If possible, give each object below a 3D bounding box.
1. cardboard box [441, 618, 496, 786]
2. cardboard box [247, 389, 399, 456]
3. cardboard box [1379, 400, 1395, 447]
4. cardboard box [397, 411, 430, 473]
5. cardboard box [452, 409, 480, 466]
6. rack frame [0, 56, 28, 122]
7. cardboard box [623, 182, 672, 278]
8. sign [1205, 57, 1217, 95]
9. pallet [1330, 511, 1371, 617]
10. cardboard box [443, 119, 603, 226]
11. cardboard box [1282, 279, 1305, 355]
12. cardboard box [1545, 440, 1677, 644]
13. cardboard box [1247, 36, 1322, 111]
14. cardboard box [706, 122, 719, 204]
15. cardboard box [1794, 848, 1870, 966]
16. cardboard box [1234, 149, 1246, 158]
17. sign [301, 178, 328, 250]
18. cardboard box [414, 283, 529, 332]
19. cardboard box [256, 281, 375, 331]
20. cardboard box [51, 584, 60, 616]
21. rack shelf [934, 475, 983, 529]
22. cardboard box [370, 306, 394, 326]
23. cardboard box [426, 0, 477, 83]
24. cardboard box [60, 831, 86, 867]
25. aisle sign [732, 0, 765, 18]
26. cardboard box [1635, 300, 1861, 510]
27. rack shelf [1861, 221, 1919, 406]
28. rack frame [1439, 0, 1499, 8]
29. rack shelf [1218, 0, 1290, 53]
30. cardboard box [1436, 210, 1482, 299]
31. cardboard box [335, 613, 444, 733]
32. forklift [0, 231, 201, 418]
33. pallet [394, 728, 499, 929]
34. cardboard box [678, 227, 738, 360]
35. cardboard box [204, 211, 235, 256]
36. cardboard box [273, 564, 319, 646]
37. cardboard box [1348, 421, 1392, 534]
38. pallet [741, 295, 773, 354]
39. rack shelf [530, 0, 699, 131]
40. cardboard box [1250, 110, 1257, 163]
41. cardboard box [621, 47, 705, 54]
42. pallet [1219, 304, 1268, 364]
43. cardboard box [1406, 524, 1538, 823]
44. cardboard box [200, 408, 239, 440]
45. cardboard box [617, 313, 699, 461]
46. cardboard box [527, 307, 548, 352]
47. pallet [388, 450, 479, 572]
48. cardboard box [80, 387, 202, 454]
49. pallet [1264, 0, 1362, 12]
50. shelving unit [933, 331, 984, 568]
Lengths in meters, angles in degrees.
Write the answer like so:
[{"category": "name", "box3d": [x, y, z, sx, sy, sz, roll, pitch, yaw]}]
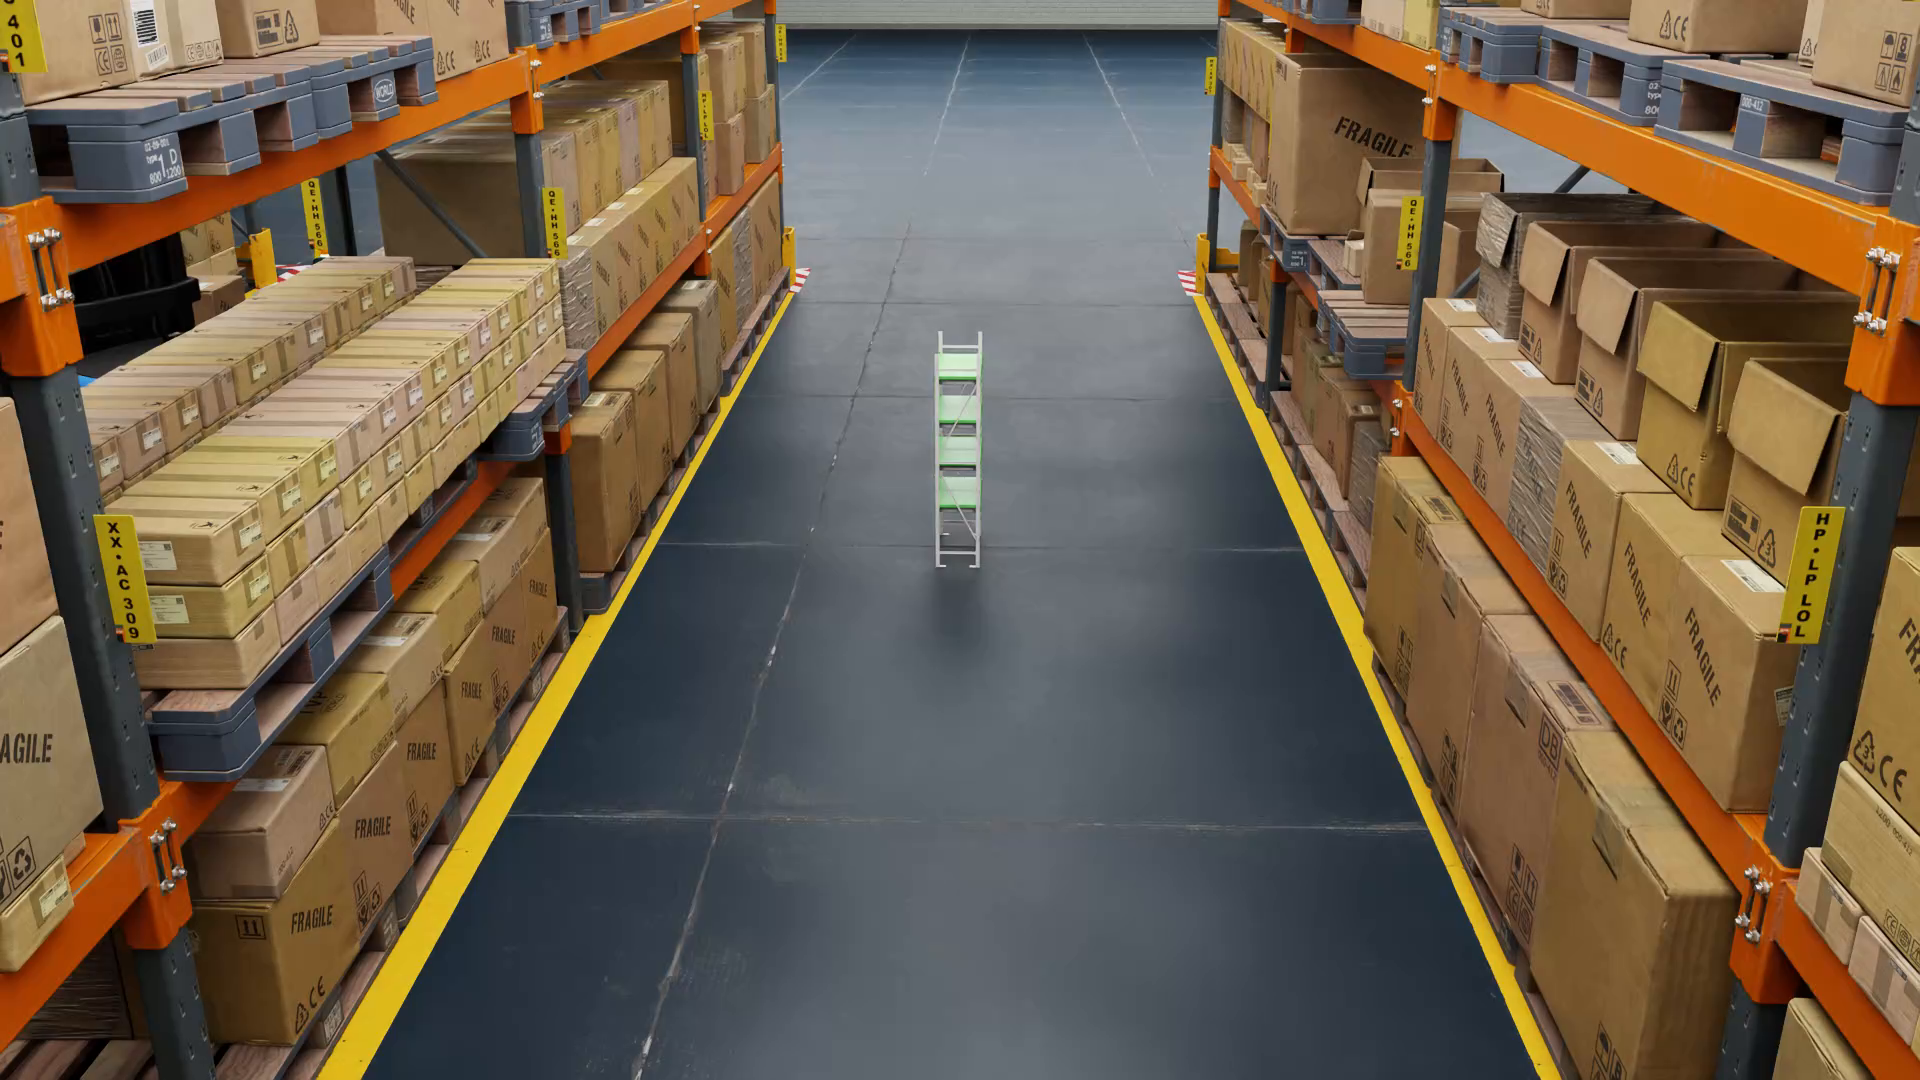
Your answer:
[{"category": "cardboard box", "box3d": [-2.181, 0.638, 6.614, 0.500, 0.500, 0.500, 0, 21, -1]}, {"category": "cardboard box", "box3d": [-2.023, -0.375, 5.294, 0.380, 0.149, 0.250, 0, 21, 1]}, {"category": "cardboard box", "box3d": [2.548, -0.684, 8.957, 0.500, 0.250, 0.500, 3, 21, 8]}, {"category": "cardboard box", "box3d": [-2.018, -0.335, 5.600, 0.380, 0.149, 0.250, 0, 21, 1]}, {"category": "cardboard box", "box3d": [-2.003, -0.383, 6.137, 0.380, 0.149, 0.250, 1, 21, 3]}, {"category": "rack frame", "box3d": [-2.525, -2.302, 3.023, 1.000, 3.000, 0.127, 1, 21, 2]}, {"category": "cardboard box", "box3d": [-2.061, -1.888, 10.109, 0.500, 0.500, 0.500, 1, 21, 2]}, {"category": "sign", "box3d": [2.252, -4.163, 14.914, 0.100, 0.325, 0.005, 1, 21, 2]}, {"category": "pallet", "box3d": [2.577, 0.157, 8.833, 1.003, 0.211, 1.213, 1, 21, 2]}, {"category": "cardboard box", "box3d": [-2.352, -1.995, 9.004, 0.700, 0.500, 0.500, 0, 21, 1]}, {"category": "cardboard box", "box3d": [2.735, -1.689, 12.609, 0.500, 0.500, 0.500, 8, 22, 19]}, {"category": "cardboard box", "box3d": [2.202, -0.001, 5.246, 0.500, 0.500, 0.500, 0, 21, 1]}, {"category": "cardboard box", "box3d": [2.442, -3.486, 12.434, 0.500, 0.500, 0.500, 1, 21, 2]}, {"category": "cardboard box", "box3d": [-2.288, -2.801, 12.393, 0.875, 0.550, 0.550, 1, 21, 2]}, {"category": "cardboard box", "box3d": [2.088, 0.806, 3.652, 0.380, 0.149, 0.250, 1, 21, 2]}, {"category": "cardboard box", "box3d": [2.497, -3.174, 13.910, 0.380, 0.149, 0.250, 1, 21, 2]}, {"category": "sign", "box3d": [-2.958, -1.496, 7.638, 0.100, 0.325, 0.005, 1, 21, 2]}, {"category": "cardboard box", "box3d": [-1.978, -0.940, 6.749, 0.380, 0.149, 0.250, 1, 21, 3]}, {"category": "cardboard box", "box3d": [-2.628, -0.957, 6.793, 0.380, 0.149, 0.250, 1, 21, 1]}, {"category": "cardboard box", "box3d": [-2.704, 0.176, 4.695, 0.380, 0.149, 0.250, 1, 21, 2]}, {"category": "rack shelf", "box3d": [-0.005, -0.216, 9.268, 0.258, 0.148, 0.480, 1, 21, 2]}, {"category": "cardboard box", "box3d": [-2.625, -0.898, 7.053, 0.380, 0.149, 0.250, 2, 21, 4]}, {"category": "cardboard box", "box3d": [-2.169, -2.007, 6.269, 0.500, 0.500, 0.500, 1, 21, 2]}, {"category": "cardboard box", "box3d": [-2.300, 0.717, 3.880, 0.380, 0.149, 0.250, 0, 21, 1]}, {"category": "aisle sign", "box3d": [-1.858, -5.079, 14.877, 0.394, 0.787, 0.004, 1, 21, 2]}, {"category": "cardboard box", "box3d": [2.473, -0.408, 4.908, 0.797, 0.503, 0.637, 1, 21, 2]}, {"category": "rack shelf", "box3d": [2.369, 0.246, 1.597, 1.077, 0.370, 4.000, 1, 21, 2]}, {"category": "rack frame", "box3d": [2.551, -3.657, 6.515, 1.000, 3.000, 0.127, 1, 21, 2]}, {"category": "rack shelf", "box3d": [2.734, -4.093, 12.779, 1.077, 0.370, 4.000, 1, 21, 2]}, {"category": "cardboard box", "box3d": [2.528, -1.299, 8.011, 0.500, 0.500, 0.500, -2, 21, -5]}, {"category": "cardboard box", "box3d": [-2.205, 0.473, 6.001, 0.500, 0.250, 0.500, 1, 21, 4]}, {"category": "forklift", "box3d": [-5.226, -1.560, 9.497, 3.031, 2.935, 1.130, 13, 25, 30]}, {"category": "pallet", "box3d": [-2.468, 1.071, 6.478, 1.003, 0.211, 1.213, 1, 21, 2]}, {"category": "cardboard box", "box3d": [-2.193, -1.830, 12.455, 0.875, 0.875, 0.875, 1, 21, 2]}, {"category": "cardboard box", "box3d": [-6.874, -2.833, 14.868, 0.500, 0.500, 0.500, 1, 21, 2]}, {"category": "cardboard box", "box3d": [-2.051, 0.178, 4.690, 0.380, 0.149, 0.250, 1, 21, 2]}, {"category": "cardboard box", "box3d": [2.556, -0.344, 9.115, 0.700, 0.500, 0.500, -1, 21, -3]}, {"category": "pallet", "box3d": [-2.146, -1.814, 13.913, 1.003, 0.211, 1.213, 1, 21, 2]}, {"category": "rack shelf", "box3d": [-2.342, -2.738, 9.286, 1.077, 0.370, 4.000, 1, 21, 2]}, {"category": "cardboard box", "box3d": [2.770, -3.197, 13.072, 0.875, 0.500, 0.500, 1, 21, 2]}, {"category": "cardboard box", "box3d": [-2.335, -3.305, 12.199, 0.875, 0.550, 0.550, 1, 21, 2]}, {"category": "pallet", "box3d": [2.692, -1.692, 13.599, 1.003, 0.211, 1.213, 1, 21, 2]}, {"category": "cardboard box", "box3d": [2.475, 0.506, 6.436, 1.225, 0.875, 0.875, 1, 21, 2]}, {"category": "cardboard box", "box3d": [-2.674, -0.346, 5.628, 0.380, 0.149, 0.250, 1, 21, 2]}, {"category": "cardboard box", "box3d": [-2.244, -0.971, 10.414, 1.050, 0.750, 0.750, 1, 21, 2]}, {"category": "cardboard box", "box3d": [-1.970, -0.889, 7.029, 0.380, 0.149, 0.250, 1, 21, 4]}, {"category": "pallet", "box3d": [-2.423, -0.146, 6.024, 1.003, 0.211, 1.213, 1, 21, 2]}, {"category": "cardboard box", "box3d": [-2.672, -0.383, 5.314, 0.380, 0.149, 0.250, 0, 21, 0]}, {"category": "pallet", "box3d": [2.548, -3.396, 10.247, 1.213, 0.211, 1.003, 1, 21, 2]}, {"category": "shelving unit", "box3d": [-0.005, -0.500, 9.158, 0.258, 1.200, 0.503, 1, 21, 2]}]
